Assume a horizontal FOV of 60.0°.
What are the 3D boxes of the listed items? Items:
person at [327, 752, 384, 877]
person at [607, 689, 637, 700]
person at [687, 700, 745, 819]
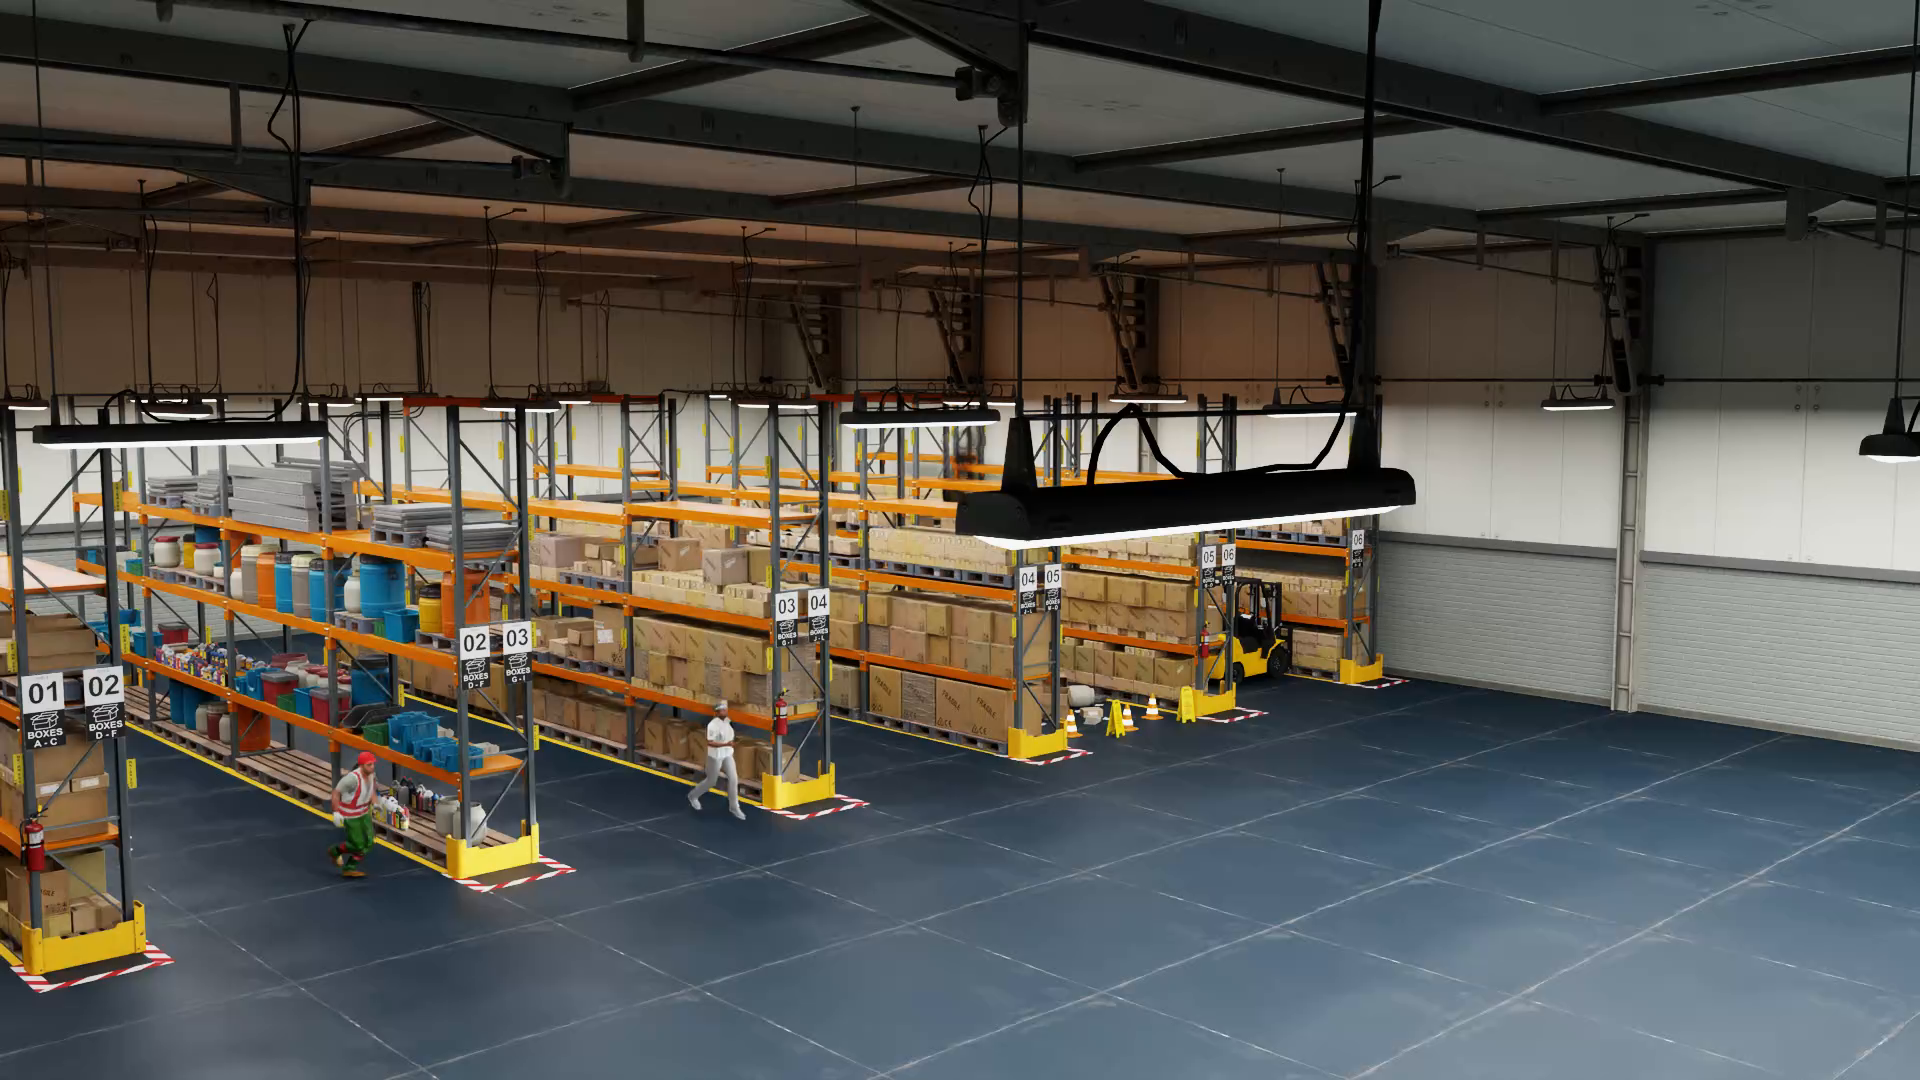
[{"bbox_3d":[-7.699,3.476,21.101,0.788,1.638,0.662,2,6,24],"label":"person"},{"bbox_3d":[-6.712,2.317,33.040,0.784,1.670,0.589,4,7,33],"label":"person"},{"bbox_3d":[-3.519,3.154,24.153,0.938,1.726,0.586,4,7,35],"label":"person"}]
